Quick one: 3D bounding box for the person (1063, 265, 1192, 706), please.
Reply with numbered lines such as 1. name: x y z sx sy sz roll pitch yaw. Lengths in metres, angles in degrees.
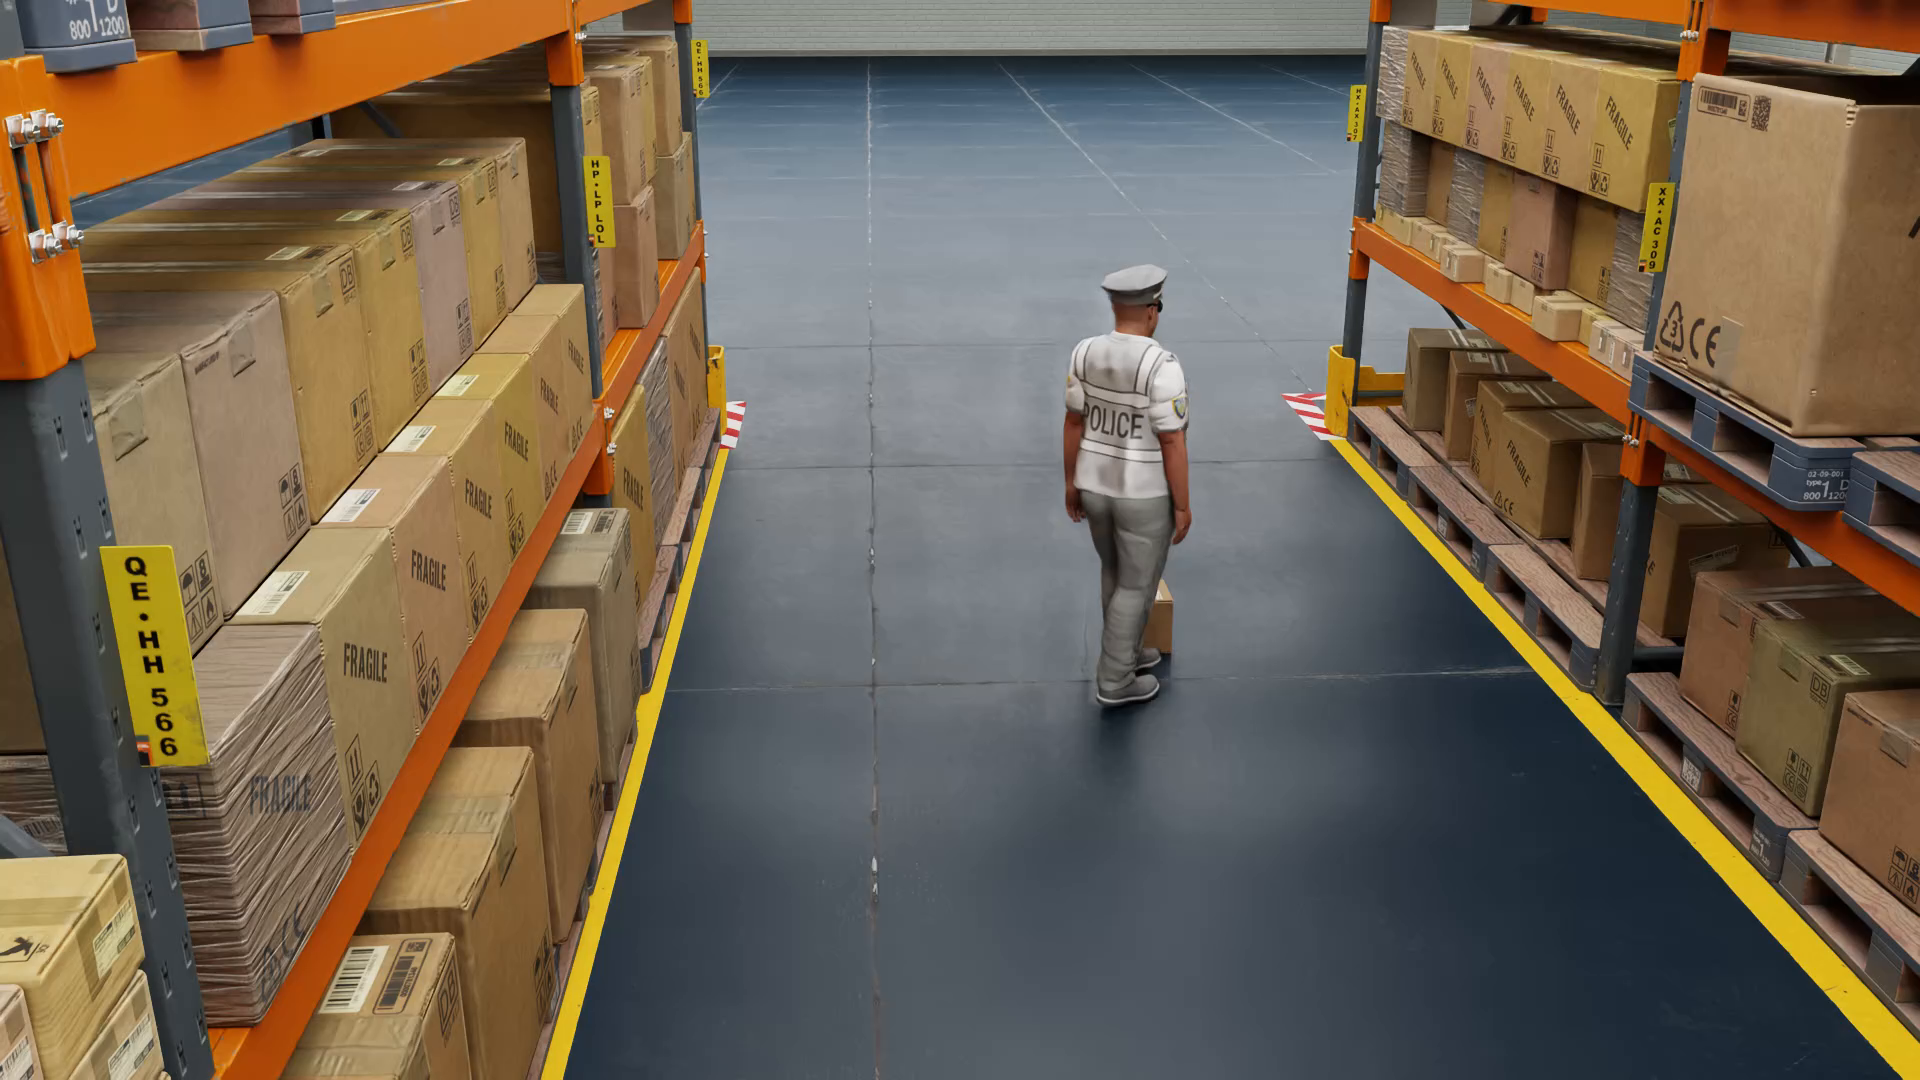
1. person: 0.745 -0.211 6.626 0.594 1.771 0.551 -19 27 -41
